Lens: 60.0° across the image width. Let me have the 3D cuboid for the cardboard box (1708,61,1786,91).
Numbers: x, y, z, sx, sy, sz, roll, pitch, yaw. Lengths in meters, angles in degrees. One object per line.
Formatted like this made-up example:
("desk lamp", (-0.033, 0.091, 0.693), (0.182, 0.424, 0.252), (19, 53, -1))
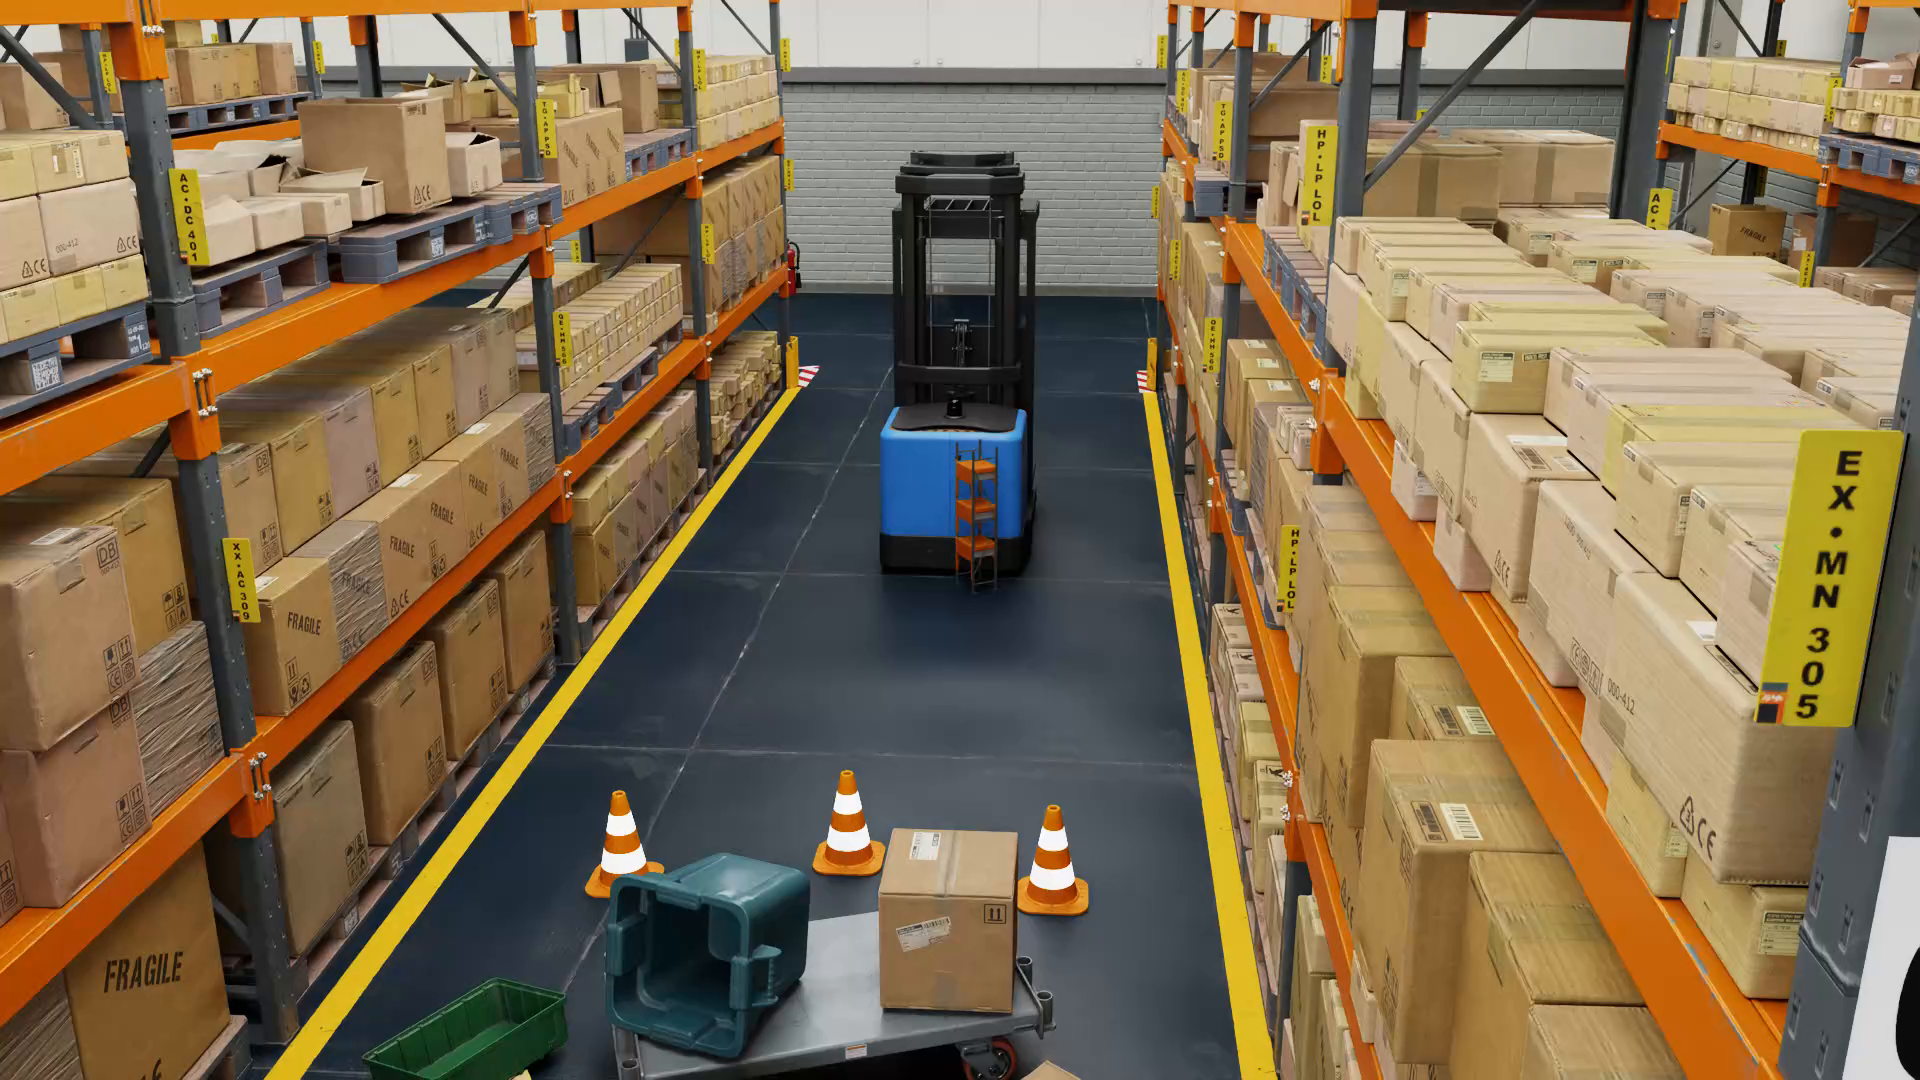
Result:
("cardboard box", (7.194, -4.238, 15.183), (0.500, 0.250, 0.500), (1, 18, 3))

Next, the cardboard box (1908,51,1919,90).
("cardboard box", (7.313, -3.503, 12.406), (0.396, 0.266, 0.258), (1, 18, 3))

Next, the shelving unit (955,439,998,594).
("shelving unit", (0.117, -0.163, 11.735), (0.215, 1.050, 0.252), (-9, 20, -26))

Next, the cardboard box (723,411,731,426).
("cardboard box", (-2.329, -1.089, 15.334), (0.380, 0.149, 0.250), (1, 18, 3))

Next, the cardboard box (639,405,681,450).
("cardboard box", (-2.480, -0.869, 12.894), (0.500, 0.250, 0.500), (2, 18, 7))

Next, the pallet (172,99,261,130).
("pallet", (-7.410, -4.055, 15.805), (1.003, 0.211, 1.213), (1, 18, 4))

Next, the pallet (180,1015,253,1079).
("pallet", (-3.335, 2.147, 6.033), (1.003, 0.211, 1.213), (1, 18, 4))

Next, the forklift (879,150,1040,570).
("forklift", (0.052, -1.588, 13.063), (1.130, 2.935, 3.031), (1, 18, 4))

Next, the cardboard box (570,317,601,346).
("cardboard box", (-2.631, -1.399, 11.149), (0.380, 0.149, 0.250), (1, 18, 2))

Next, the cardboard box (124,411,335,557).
("cardboard box", (-3.138, -0.250, 7.101), (0.700, 0.500, 0.500), (1, 18, 3))

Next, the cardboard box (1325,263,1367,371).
("cardboard box", (1.437, -0.699, 5.184), (0.500, 0.250, 0.500), (1, 18, 3))

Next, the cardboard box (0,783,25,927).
("cardboard box", (-3.390, 0.967, 4.913), (0.875, 0.550, 0.550), (1, 18, 4))

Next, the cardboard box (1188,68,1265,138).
("cardboard box", (1.963, -3.224, 12.291), (0.500, 0.500, 0.500), (1, 18, 3))

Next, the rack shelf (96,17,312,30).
("rack shelf", (-7.426, -4.980, 15.466), (1.077, 0.370, 4.000), (1, 18, 4))

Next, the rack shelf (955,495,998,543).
("rack shelf", (0.117, -0.153, 11.739), (0.215, 0.259, 0.240), (-9, 20, -26))

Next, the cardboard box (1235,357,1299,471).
("cardboard box", (1.735, -0.668, 8.831), (0.500, 0.500, 0.500), (2, 18, 7))

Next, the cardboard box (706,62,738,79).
("cardboard box", (-2.219, -4.252, 15.064), (0.380, 0.149, 0.250), (1, 18, 2))

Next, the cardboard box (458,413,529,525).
("cardboard box", (-2.717, -0.402, 9.172), (0.500, 0.500, 0.500), (1, 18, 4))

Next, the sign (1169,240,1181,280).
("sign", (1.762, -2.279, 13.544), (0.100, 0.325, 0.005), (1, 18, 4))

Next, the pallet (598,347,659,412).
("pallet", (-2.815, -1.180, 12.014), (1.003, 0.211, 1.213), (1, 18, 4))

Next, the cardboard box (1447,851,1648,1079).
("cardboard box", (1.318, 0.924, 3.042), (0.700, 0.500, 0.500), (1, 18, 4))

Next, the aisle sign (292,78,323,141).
("aisle sign", (-6.978, -4.533, 17.765), (0.394, 0.787, 0.004), (1, 18, 4))

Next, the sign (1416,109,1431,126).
("sign", (2.570, -2.234, 9.277), (0.100, 0.325, 0.005), (1, 18, 4))

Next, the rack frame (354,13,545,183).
("rack frame", (-2.916, -3.506, 9.171), (1.000, 3.000, 0.127), (1, 18, 4))

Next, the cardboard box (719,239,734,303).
("cardboard box", (-2.314, -2.388, 14.756), (0.500, 0.500, 0.500), (1, 18, 4))

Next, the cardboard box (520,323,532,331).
("cardboard box", (-3.244, -1.441, 11.755), (0.380, 0.149, 0.250), (2, 18, 5))

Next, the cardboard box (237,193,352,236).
("cardboard box", (-2.843, -1.395, 7.115), (0.380, 0.149, 0.250), (1, 18, 4))

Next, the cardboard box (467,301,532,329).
("cardboard box", (-3.243, -1.582, 11.708), (0.380, 0.149, 0.250), (2, 18, 7))

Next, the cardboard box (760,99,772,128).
("cardboard box", (-2.140, -4.188, 16.311), (0.500, 0.250, 0.500), (1, 18, 4))

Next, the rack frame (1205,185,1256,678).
("rack frame", (2.029, -0.576, 9.864), (1.000, 3.000, 0.127), (1, 18, 4))

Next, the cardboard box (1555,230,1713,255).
("cardboard box", (1.995, -0.833, 4.953), (0.380, 0.149, 0.250), (1, 18, 3))

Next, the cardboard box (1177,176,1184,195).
("cardboard box", (2.178, -3.224, 15.138), (0.380, 0.149, 0.250), (1, 18, 4))

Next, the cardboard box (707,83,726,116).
("cardboard box", (-2.315, -3.788, 14.287), (0.500, 0.250, 0.500), (1, 18, 4))

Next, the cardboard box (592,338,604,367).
("cardboard box", (-2.630, -1.268, 11.227), (0.380, 0.149, 0.250), (1, 18, 4))

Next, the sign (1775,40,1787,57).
("sign", (8.106, -4.779, 16.450), (0.100, 0.325, 0.005), (1, 18, 4))

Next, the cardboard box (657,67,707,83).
("cardboard box", (-2.314, -3.847, 13.828), (0.380, 0.149, 0.250), (1, 18, 2))

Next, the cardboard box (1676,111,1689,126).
("cardboard box", (7.299, -4.163, 16.398), (0.380, 0.149, 0.250), (2, 18, 5))

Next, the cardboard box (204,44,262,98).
("cardboard box", (-7.427, -4.667, 16.536), (0.700, 0.500, 0.500), (1, 18, 2))

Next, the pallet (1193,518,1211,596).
("pallet", (2.251, 0.128, 12.193), (1.003, 0.211, 1.213), (1, 18, 4))

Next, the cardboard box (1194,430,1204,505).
("cardboard box", (2.351, -0.814, 13.327), (0.875, 0.875, 0.875), (2, 18, 6))

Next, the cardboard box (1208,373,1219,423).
("cardboard box", (1.810, -0.898, 10.286), (0.500, 0.250, 0.500), (1, 18, 4))

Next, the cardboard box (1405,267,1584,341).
("cardboard box", (1.364, -0.606, 4.260), (0.380, 0.149, 0.250), (1, 18, 2))

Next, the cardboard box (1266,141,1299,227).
("cardboard box", (1.951, -1.755, 8.483), (0.700, 0.500, 0.500), (1, 18, 4))

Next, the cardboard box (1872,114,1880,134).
("cardboard box", (6.875, -3.017, 12.066), (0.380, 0.149, 0.250), (1, 18, 4))

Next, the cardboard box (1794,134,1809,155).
("cardboard box", (7.019, -3.209, 13.485), (0.380, 0.149, 0.250), (1, 18, 4))

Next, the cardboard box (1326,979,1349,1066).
("cardboard box", (1.327, 1.483, 5.075), (0.380, 0.149, 0.250), (2, 18, 6))

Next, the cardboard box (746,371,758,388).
("cardboard box", (-2.192, -1.554, 16.274), (0.380, 0.149, 0.250), (2, 18, 7))

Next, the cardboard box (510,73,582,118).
("cardboard box", (-2.575, -2.771, 10.357), (0.396, 0.266, 0.258), (1, 18, 4))

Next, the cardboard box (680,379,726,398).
("cardboard box", (-2.354, -1.373, 15.244), (0.380, 0.149, 0.250), (1, 18, 2))

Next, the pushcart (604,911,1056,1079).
("pushcart", (-0.536, 1.877, 6.589), (1.648, 0.377, 0.936), (-5, 19, -15))

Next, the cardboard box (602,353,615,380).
("cardboard box", (-2.610, -1.204, 11.508), (0.380, 0.149, 0.250), (2, 18, 6))

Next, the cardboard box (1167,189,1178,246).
("cardboard box", (2.190, -2.965, 15.388), (0.500, 0.500, 0.500), (1, 18, 4))

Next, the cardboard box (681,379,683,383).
("cardboard box", (-2.843, -1.548, 15.779), (0.380, 0.149, 0.250), (1, 18, 2))

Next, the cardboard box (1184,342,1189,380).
("cardboard box", (1.933, -1.297, 12.304), (0.500, 0.250, 0.500), (1, 18, 3))

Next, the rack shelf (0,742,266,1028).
("rack shelf", (-3.346, 1.550, 4.530), (1.077, 0.370, 4.000), (1, 18, 4))

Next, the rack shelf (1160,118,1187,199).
("rack shelf", (2.459, -3.523, 15.196), (1.077, 0.370, 4.000), (1, 18, 4))

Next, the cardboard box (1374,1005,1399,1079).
("cardboard box", (1.308, 1.352, 4.382), (0.380, 0.149, 0.250), (1, 18, 4))
